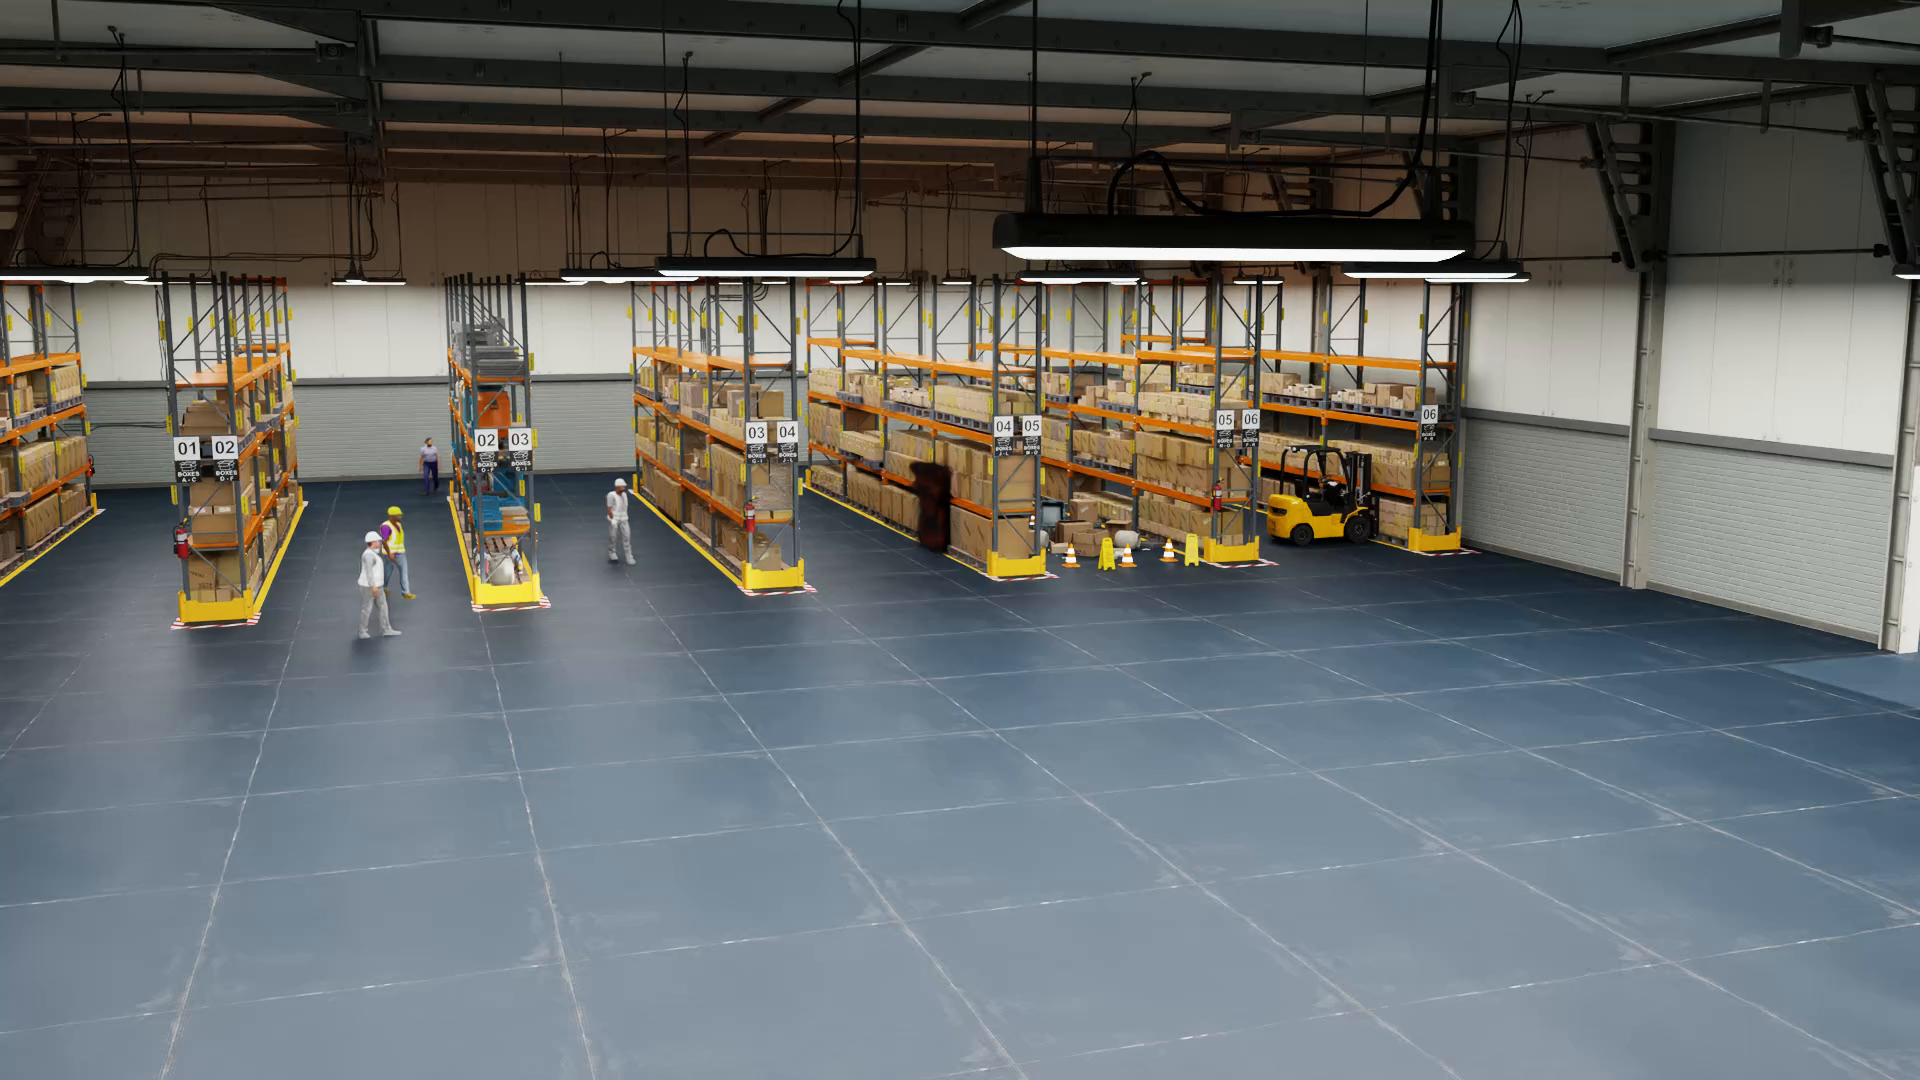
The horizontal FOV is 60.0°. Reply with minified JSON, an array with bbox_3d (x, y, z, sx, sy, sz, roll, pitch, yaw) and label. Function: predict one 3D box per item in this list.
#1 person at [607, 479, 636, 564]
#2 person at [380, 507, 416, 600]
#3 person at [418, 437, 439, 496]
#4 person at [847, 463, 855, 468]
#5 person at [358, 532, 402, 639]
[{"bbox_3d":[-7.163,-0.409,34.826,0.484,1.737,0.953,-5,10,-28],"label":"person"},{"bbox_3d":[-10.488,0.249,30.752,0.493,1.724,1.048,-8,11,-41],"label":"person"},{"bbox_3d":[-14.808,-2.067,46.339,0.553,1.606,0.931,-3,9,-17],"label":"person"},{"bbox_3d":[-3.418,-2.953,51.912,0.587,1.787,0.545,-7,11,-40],"label":"person"},{"bbox_3d":[-9.631,0.747,27.350,0.640,1.763,0.548,1,9,6],"label":"person"}]
